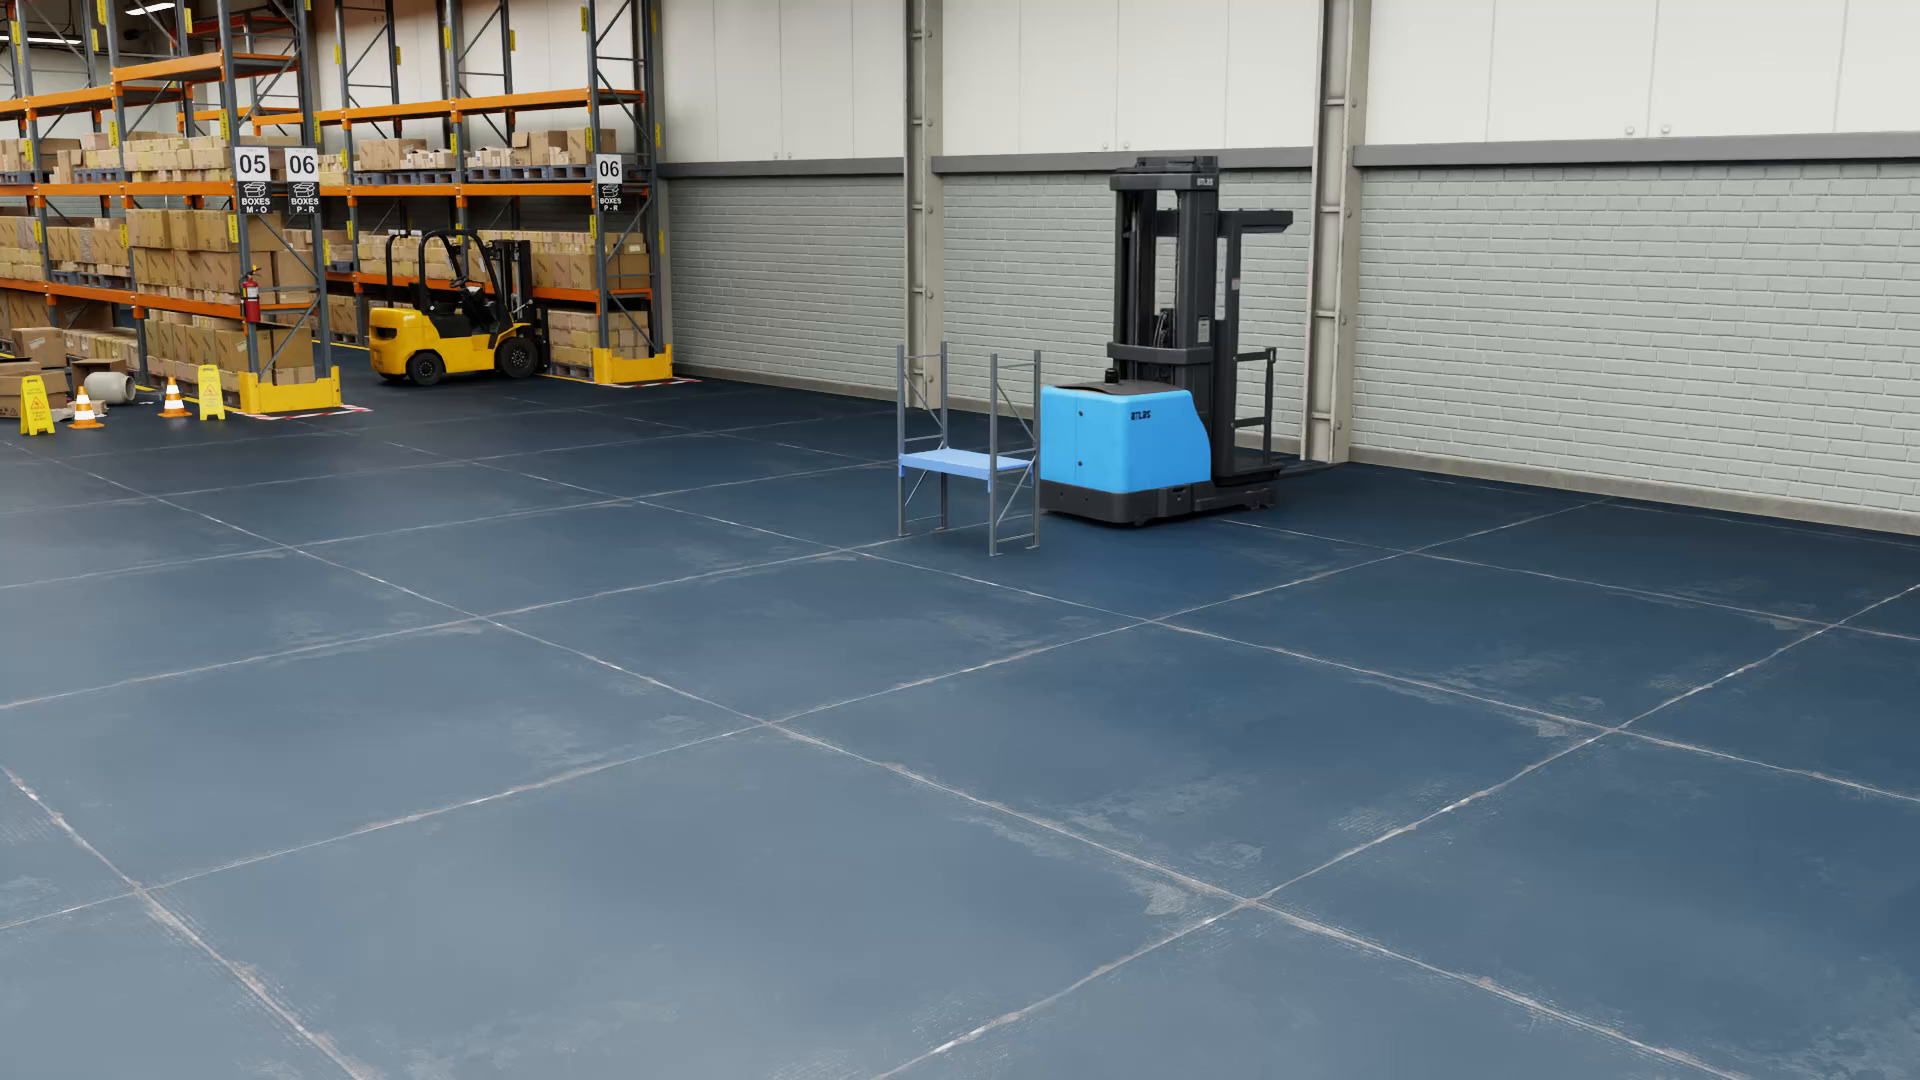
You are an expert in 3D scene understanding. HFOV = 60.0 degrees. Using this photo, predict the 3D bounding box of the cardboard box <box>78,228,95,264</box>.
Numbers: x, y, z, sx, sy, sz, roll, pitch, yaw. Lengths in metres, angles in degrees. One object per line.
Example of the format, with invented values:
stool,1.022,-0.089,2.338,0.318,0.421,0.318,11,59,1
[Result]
cardboard box,-12.657,-4.354,24.583,0.500,0.500,0.500,11,16,43

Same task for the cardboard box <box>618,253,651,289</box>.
cardboard box,-4.906,-3.961,24.458,0.500,0.500,0.500,-10,15,-41

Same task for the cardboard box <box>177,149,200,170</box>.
cardboard box,-9.609,-4.836,21.154,0.500,0.250,0.500,-10,16,-41

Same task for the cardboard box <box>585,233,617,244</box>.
cardboard box,-5.165,-4.337,23.935,0.380,0.149,0.250,-11,16,-42

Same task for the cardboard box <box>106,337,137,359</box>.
cardboard box,-11.978,-2.792,24.503,0.950,0.372,0.625,-10,15,-39

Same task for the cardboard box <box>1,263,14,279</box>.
cardboard box,-15.487,-4.460,27.495,0.500,0.250,0.500,-11,16,-43

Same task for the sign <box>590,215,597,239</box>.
sign,-5.167,-4.411,23.432,0.100,0.325,0.005,-11,16,-43

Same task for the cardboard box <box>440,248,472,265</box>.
cardboard box,-8.051,-4.593,26.903,0.500,0.250,0.500,-11,16,-44

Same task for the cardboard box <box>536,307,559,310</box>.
cardboard box,-6.365,-3.395,25.251,0.500,0.250,0.500,-11,16,-44

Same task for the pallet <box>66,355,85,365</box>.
pallet,-13.338,-2.797,25.963,1.003,0.211,1.213,-11,16,-43

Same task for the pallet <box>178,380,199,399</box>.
pallet,-9.778,-2.056,22.368,1.003,0.211,1.213,-11,16,-43

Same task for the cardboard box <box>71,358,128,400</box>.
cardboard box,-11.359,-2.124,21.976,0.500,0.500,0.500,-1,12,-4

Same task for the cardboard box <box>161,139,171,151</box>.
cardboard box,-10.194,-5.156,21.716,0.380,0.149,0.250,-11,16,-43

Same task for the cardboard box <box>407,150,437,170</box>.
cardboard box,-8.733,-6.249,27.309,0.500,0.311,0.500,11,16,43

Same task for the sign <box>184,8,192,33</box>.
sign,-10.709,-7.201,23.049,0.100,0.325,0.005,-11,16,-43

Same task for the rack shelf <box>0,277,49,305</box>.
rack shelf,-15.258,-4.216,27.726,1.077,0.370,4.000,-11,16,-43

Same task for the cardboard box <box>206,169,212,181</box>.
cardboard box,-9.155,-4.544,20.721,0.380,0.149,0.250,-10,15,-41

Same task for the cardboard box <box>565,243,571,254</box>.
cardboard box,-5.540,-4.259,24.296,0.380,0.149,0.250,-11,16,-42

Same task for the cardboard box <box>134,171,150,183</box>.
cardboard box,-10.938,-4.913,22.514,0.380,0.149,0.250,-11,16,-42

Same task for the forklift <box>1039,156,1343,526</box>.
forklift,2.105,-1.765,14.215,3.031,2.935,1.130,-9,15,-38

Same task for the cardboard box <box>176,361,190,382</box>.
cardboard box,-10.157,-2.275,22.293,0.500,0.250,0.500,-11,16,-43

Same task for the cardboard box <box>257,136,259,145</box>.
cardboard box,-8.636,-4.961,20.769,0.380,0.149,0.250,-11,16,-43

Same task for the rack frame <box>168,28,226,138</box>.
rack frame,-15.814,-9.075,34.658,1.000,3.000,0.127,-11,16,-43

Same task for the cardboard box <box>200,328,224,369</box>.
cardboard box,-9.457,-2.492,21.487,0.500,0.500,0.500,-10,15,-40

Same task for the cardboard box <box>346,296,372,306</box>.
cardboard box,-10.814,-4.305,29.919,0.250,0.149,0.380,11,16,42

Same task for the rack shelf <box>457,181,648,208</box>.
rack shelf,-6.146,-5.210,25.116,1.077,0.370,4.000,-11,16,-43

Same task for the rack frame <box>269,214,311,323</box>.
rack frame,-13.052,-5.553,32.430,1.000,3.000,0.127,-11,16,-43

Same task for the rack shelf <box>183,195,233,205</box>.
rack shelf,-14.433,-6.962,33.617,1.077,0.370,4.000,-11,16,-43

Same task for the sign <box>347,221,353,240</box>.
sign,-10.675,-5.420,29.114,0.100,0.325,0.005,-11,16,-43

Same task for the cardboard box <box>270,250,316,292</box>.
cardboard box,-8.479,-3.412,21.053,0.500,0.500,0.500,-11,16,-43

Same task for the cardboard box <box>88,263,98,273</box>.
cardboard box,-12.706,-4.043,24.686,0.380,0.149,0.250,-10,15,-41

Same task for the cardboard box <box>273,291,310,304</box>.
cardboard box,-8.437,-3.065,20.976,0.380,0.149,0.250,-11,16,-42

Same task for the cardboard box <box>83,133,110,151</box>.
cardboard box,-12.328,-5.752,24.055,0.500,0.250,0.500,-11,16,-42

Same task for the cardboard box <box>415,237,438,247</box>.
cardboard box,-8.827,-4.953,27.664,0.380,0.149,0.250,-11,16,-42

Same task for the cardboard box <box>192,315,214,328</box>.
cardboard box,-9.748,-2.854,21.637,0.380,0.149,0.250,-10,15,-40

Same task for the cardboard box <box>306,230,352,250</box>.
cardboard box,-11.550,-5.438,30.575,0.637,0.503,0.797,11,16,44

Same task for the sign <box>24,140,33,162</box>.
sign,-14.284,-5.962,25.504,0.100,0.325,0.005,-11,16,-43

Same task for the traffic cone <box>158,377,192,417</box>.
traffic cone,-9.582,-1.750,20.258,0.336,0.463,0.334,-11,16,-43

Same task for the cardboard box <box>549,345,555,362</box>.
cardboard box,-5.993,-2.833,25.003,0.500,0.250,0.500,-11,16,-42

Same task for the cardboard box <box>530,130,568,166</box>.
cardboard box,-5.882,-5.768,24.506,0.700,0.500,0.500,-11,16,-42

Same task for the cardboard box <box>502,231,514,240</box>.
cardboard box,-6.791,-4.662,25.515,0.380,0.149,0.250,-11,16,-43

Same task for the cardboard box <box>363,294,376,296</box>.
cardboard box,-10.818,-4.455,30.649,0.380,0.149,0.250,-11,16,-42

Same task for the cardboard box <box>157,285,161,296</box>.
cardboard box,-10.712,-3.415,22.677,0.380,0.149,0.250,-11,16,-43

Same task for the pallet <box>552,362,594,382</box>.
pallet,-5.323,-2.542,24.724,1.003,0.211,1.213,-11,16,-43

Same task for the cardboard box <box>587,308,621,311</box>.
cardboard box,-5.307,-3.319,24.884,0.500,0.250,0.500,-11,16,-42

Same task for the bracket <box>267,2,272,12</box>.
bracket,-13.424,-10.492,32.618,0.235,0.232,0.430,-11,16,-43

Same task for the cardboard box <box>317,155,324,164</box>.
cardboard box,-11.461,-6.868,30.024,0.380,0.149,0.250,-11,16,-44

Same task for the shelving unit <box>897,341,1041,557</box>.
shelving unit,0.059,-0.722,12.700,0.538,1.500,1.048,-11,16,-43

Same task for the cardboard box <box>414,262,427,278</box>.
cardboard box,-8.736,-4.498,27.683,0.500,0.250,0.500,-11,16,-42
